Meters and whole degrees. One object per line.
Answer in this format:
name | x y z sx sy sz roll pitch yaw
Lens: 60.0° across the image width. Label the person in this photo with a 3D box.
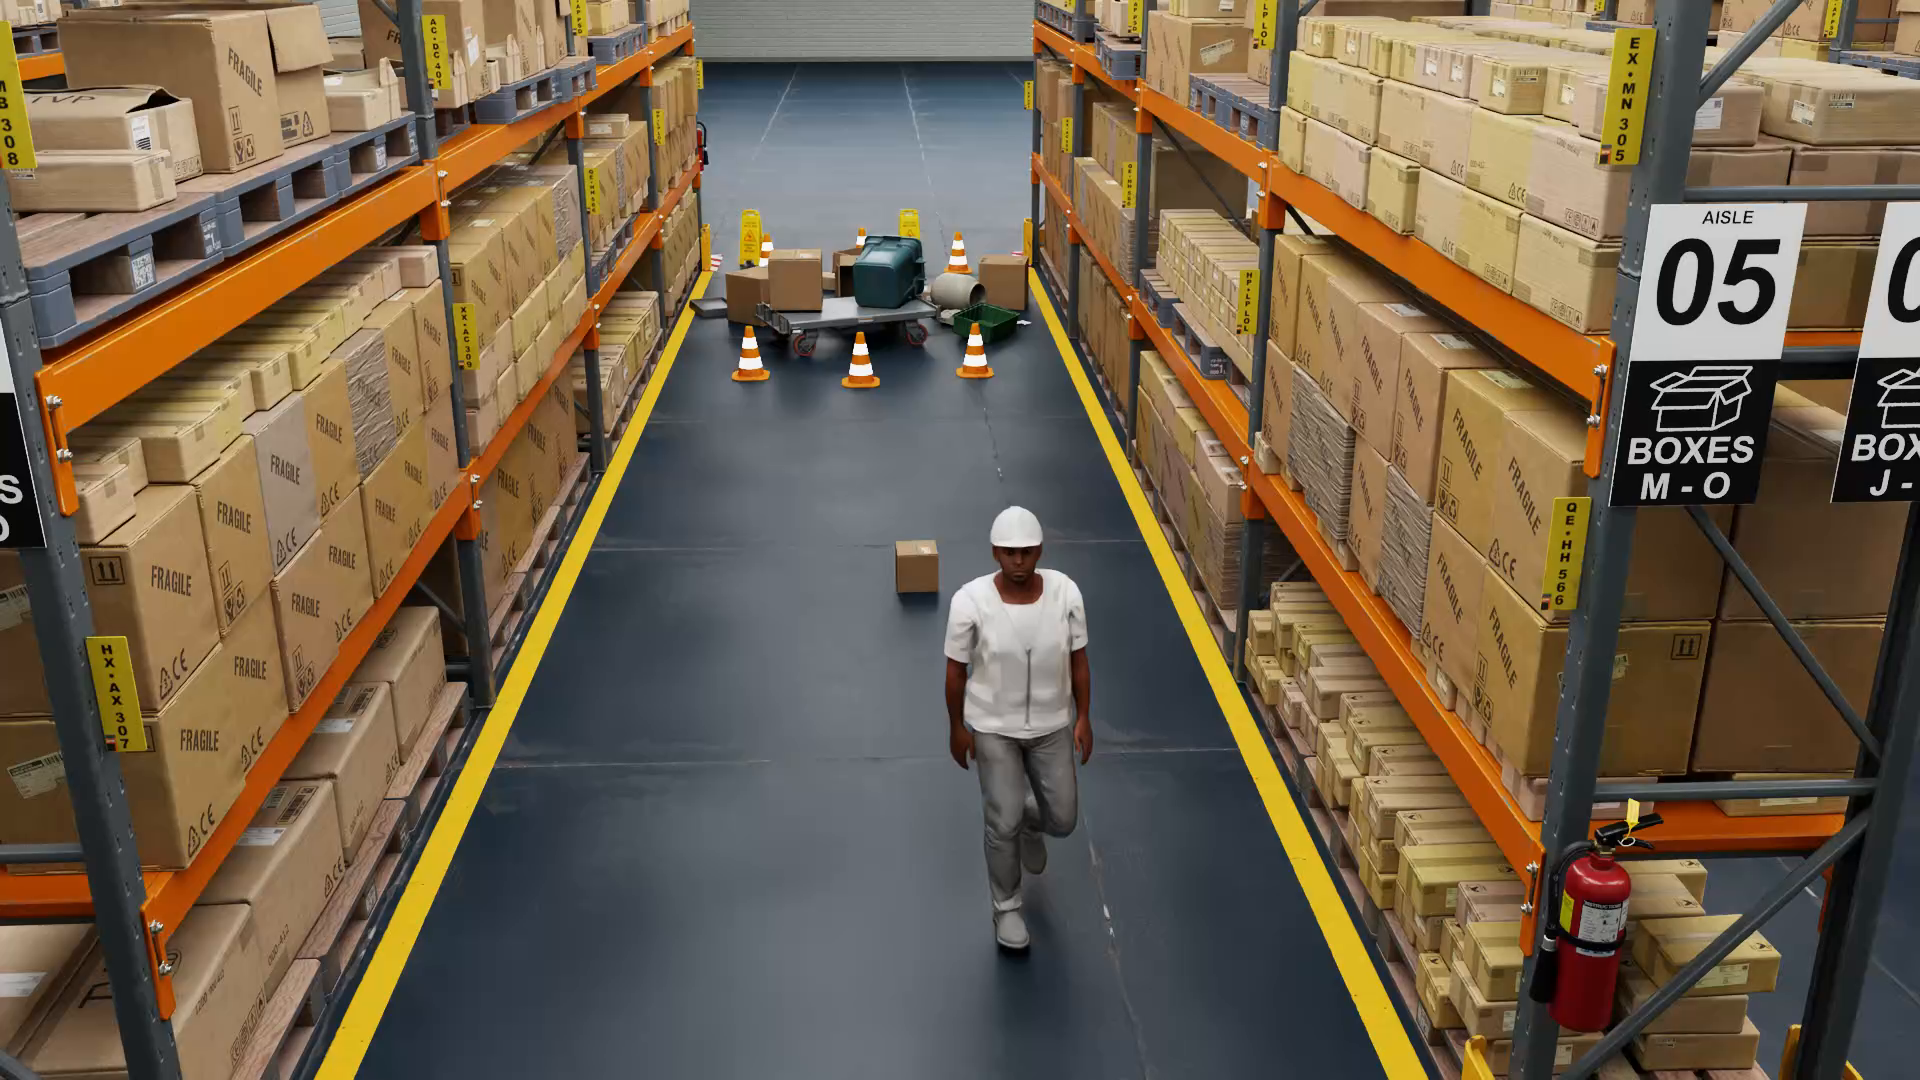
person | 0.233 0.706 6.564 0.580 1.753 0.641 -4 21 -12
